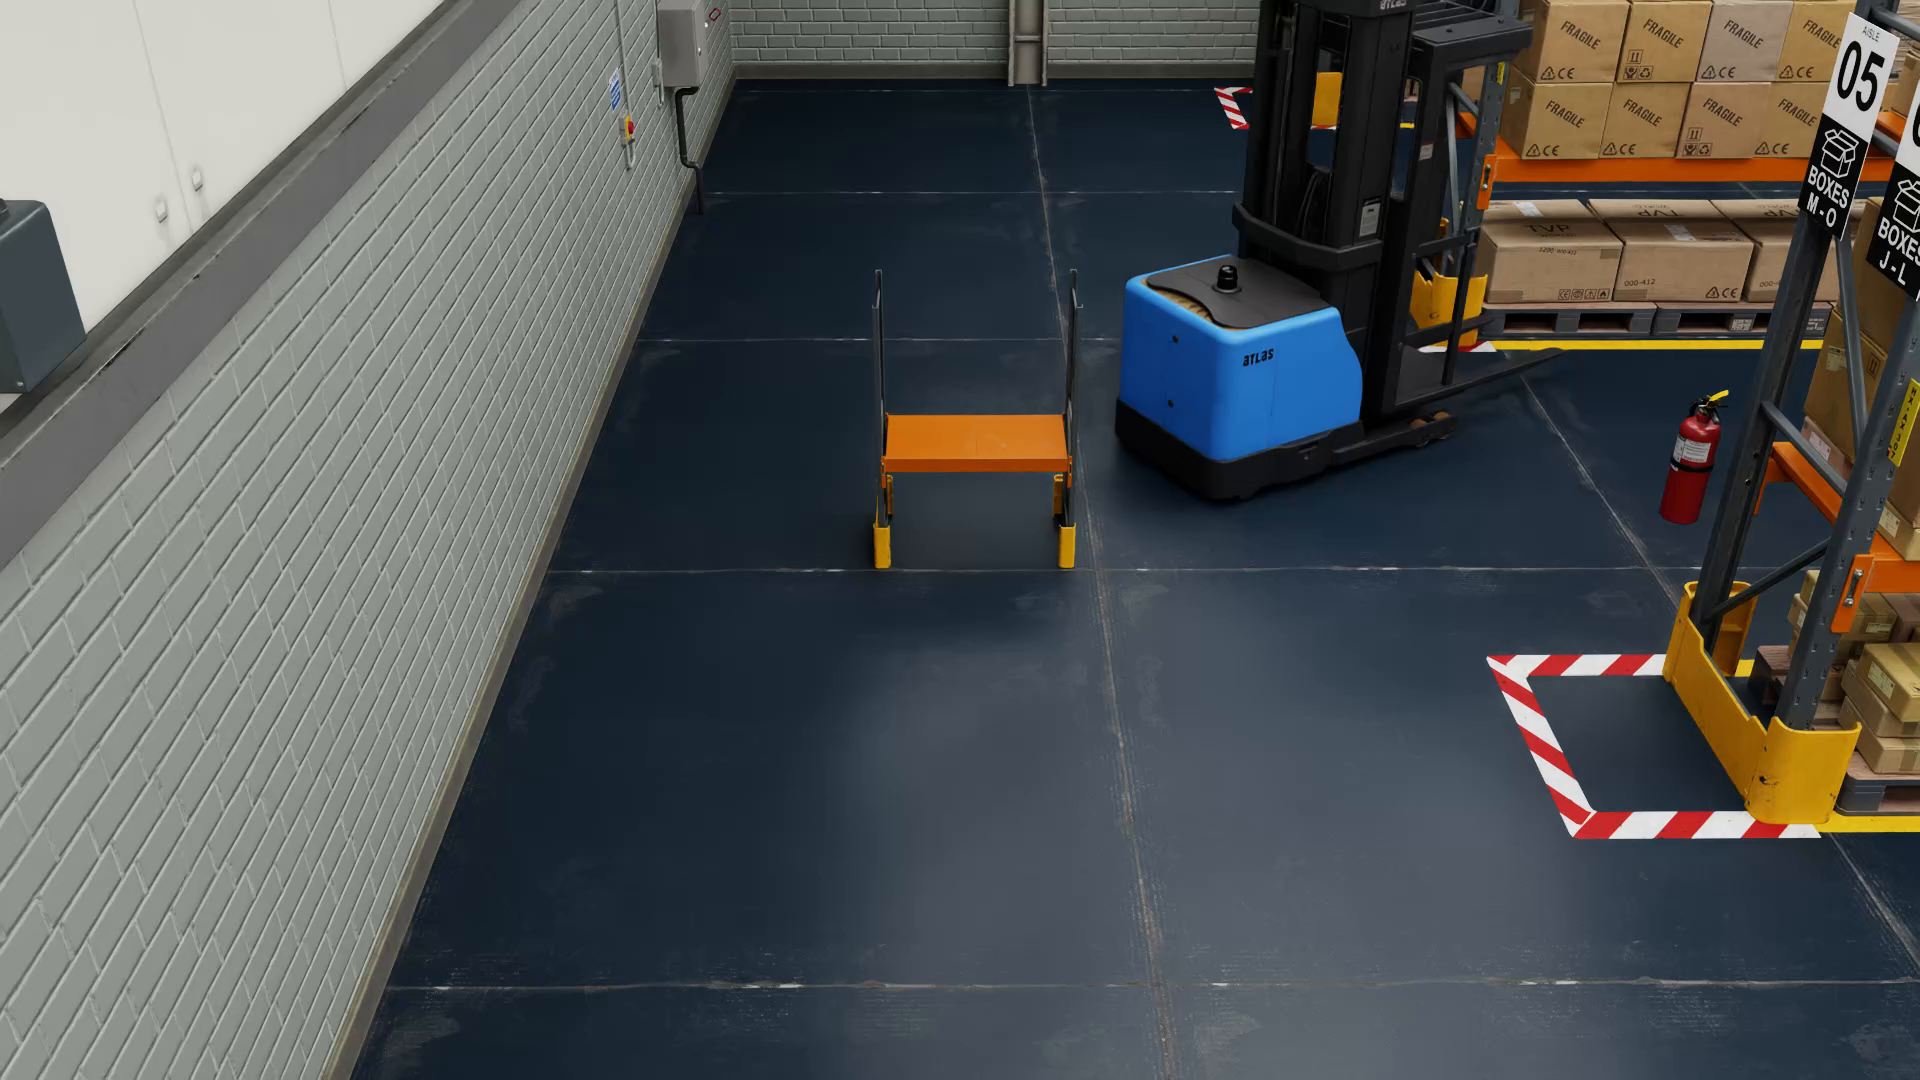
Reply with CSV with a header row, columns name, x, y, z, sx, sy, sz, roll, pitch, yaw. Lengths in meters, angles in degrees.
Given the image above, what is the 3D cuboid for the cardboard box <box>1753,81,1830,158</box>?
name,x,y,z,sx,sy,sz,roll,pitch,yaw
cardboard box,5.413,-2.833,10.931,0.500,0.500,0.500,1,31,1

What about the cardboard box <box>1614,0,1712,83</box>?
name,x,y,z,sx,sy,sz,roll,pitch,yaw
cardboard box,4.414,-3.249,10.652,0.500,0.500,0.500,-1,31,-2

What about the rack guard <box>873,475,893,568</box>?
name,x,y,z,sx,sy,sz,roll,pitch,yaw
rack guard,-0.422,-0.106,9.183,0.087,0.250,0.587,0,31,0

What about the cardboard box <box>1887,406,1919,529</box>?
name,x,y,z,sx,sy,sz,roll,pitch,yaw
cardboard box,3.998,-0.380,6.601,0.500,0.500,0.500,1,31,2

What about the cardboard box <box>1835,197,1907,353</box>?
name,x,y,z,sx,sy,sz,roll,pitch,yaw
cardboard box,4.003,-1.080,6.791,0.500,0.500,0.500,-1,31,-1

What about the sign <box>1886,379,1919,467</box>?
name,x,y,z,sx,sy,sz,roll,pitch,yaw
sign,3.550,-0.441,6.250,0.005,0.325,0.100,0,31,0

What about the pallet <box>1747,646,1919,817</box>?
name,x,y,z,sx,sy,sz,roll,pitch,yaw
pallet,4.436,0.856,7.636,1.213,0.211,1.003,0,31,0

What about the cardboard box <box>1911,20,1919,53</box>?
name,x,y,z,sx,sy,sz,roll,pitch,yaw
cardboard box,4.006,-1.917,6.289,0.500,0.250,0.500,-1,31,-2

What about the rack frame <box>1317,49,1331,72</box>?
name,x,y,z,sx,sy,sz,roll,pitch,yaw
rack frame,3.382,-5.494,15.413,0.127,3.000,1.000,0,31,0

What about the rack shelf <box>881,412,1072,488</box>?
name,x,y,z,sx,sy,sz,roll,pitch,yaw
rack shelf,0.085,-0.488,8.955,1.000,0.185,0.538,0,31,0

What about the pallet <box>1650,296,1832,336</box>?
name,x,y,z,sx,sy,sz,roll,pitch,yaw
pallet,5.432,-1.773,11.968,1.213,0.211,1.003,0,31,0

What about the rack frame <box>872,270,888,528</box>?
name,x,y,z,sx,sy,sz,roll,pitch,yaw
rack frame,-0.423,-0.640,8.859,0.032,1.500,0.500,0,31,0

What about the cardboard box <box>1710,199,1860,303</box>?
name,x,y,z,sx,sy,sz,roll,pitch,yaw
cardboard box,5.892,-2.067,11.829,0.875,0.438,0.875,-1,31,-2

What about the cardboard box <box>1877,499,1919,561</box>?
name,x,y,z,sx,sy,sz,roll,pitch,yaw
cardboard box,3.873,-0.076,6.725,0.250,0.149,0.380,0,31,-1

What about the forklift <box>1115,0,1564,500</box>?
name,x,y,z,sx,sy,sz,roll,pitch,yaw
forklift,2.478,-2.040,9.787,3.031,2.935,1.130,-17,35,-26

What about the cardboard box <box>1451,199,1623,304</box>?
name,x,y,z,sx,sy,sz,roll,pitch,yaw
cardboard box,4.076,-2.057,11.814,0.875,0.438,0.875,-1,31,-2

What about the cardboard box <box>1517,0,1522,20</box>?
name,x,y,z,sx,sy,sz,roll,pitch,yaw
cardboard box,3.897,-3.515,11.091,0.500,0.500,0.500,1,31,1

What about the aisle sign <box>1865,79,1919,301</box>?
name,x,y,z,sx,sy,sz,roll,pitch,yaw
aisle sign,3.476,-1.308,6.007,0.004,0.787,0.394,0,31,0

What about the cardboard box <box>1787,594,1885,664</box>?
name,x,y,z,sx,sy,sz,roll,pitch,yaw
cardboard box,4.073,0.410,7.739,0.250,0.149,0.380,-1,31,-2

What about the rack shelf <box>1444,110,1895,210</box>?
name,x,y,z,sx,sy,sz,roll,pitch,yaw
rack shelf,5.416,-2.618,11.367,4.000,0.370,1.077,0,31,0

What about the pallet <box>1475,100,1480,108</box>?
name,x,y,z,sx,sy,sz,roll,pitch,yaw
pallet,5.473,-4.307,16.146,1.213,0.211,1.003,0,31,0

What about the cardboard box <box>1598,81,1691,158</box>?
name,x,y,z,sx,sy,sz,roll,pitch,yaw
cardboard box,4.404,-2.831,10.927,0.500,0.500,0.500,-1,31,-1

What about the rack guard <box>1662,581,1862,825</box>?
name,x,y,z,sx,sy,sz,roll,pitch,yaw
rack guard,3.623,0.716,7.587,0.348,0.500,1.175,0,31,0

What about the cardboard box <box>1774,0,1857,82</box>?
name,x,y,z,sx,sy,sz,roll,pitch,yaw
cardboard box,5.428,-3.256,10.665,0.500,0.500,0.500,0,31,0

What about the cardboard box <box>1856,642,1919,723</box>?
name,x,y,z,sx,sy,sz,roll,pitch,yaw
cardboard box,4.073,0.608,7.127,0.250,0.149,0.380,-2,31,-3

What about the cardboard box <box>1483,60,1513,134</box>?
name,x,y,z,sx,sy,sz,roll,pitch,yaw
cardboard box,3.897,-3.101,11.373,0.500,0.500,0.500,0,31,0

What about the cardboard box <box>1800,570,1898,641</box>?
name,x,y,z,sx,sy,sz,roll,pitch,yaw
cardboard box,4.075,0.300,7.634,0.250,0.149,0.380,0,31,0

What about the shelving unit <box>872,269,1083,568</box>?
name,x,y,z,sx,sy,sz,roll,pitch,yaw
shelving unit,0.076,-0.641,8.861,1.083,1.500,0.587,0,31,0

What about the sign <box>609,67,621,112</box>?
name,x,y,z,sx,sy,sz,roll,pitch,yaw
sign,-2.283,-2.980,11.009,0.001,0.218,0.327,0,31,0

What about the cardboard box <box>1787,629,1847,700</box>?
name,x,y,z,sx,sy,sz,roll,pitch,yaw
cardboard box,4.072,0.577,7.750,0.250,0.149,0.380,0,31,1

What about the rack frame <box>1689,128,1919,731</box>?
name,x,y,z,sx,sy,sz,roll,pitch,yaw
rack frame,3.547,-0.352,6.938,0.127,3.000,1.000,0,31,0

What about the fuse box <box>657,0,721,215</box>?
name,x,y,z,sx,sy,sz,roll,pitch,yaw
fuse box,-2.089,-3.429,13.252,0.414,1.711,0.539,0,31,0

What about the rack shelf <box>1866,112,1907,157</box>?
name,x,y,z,sx,sy,sz,roll,pitch,yaw
rack shelf,5.547,-1.333,6.357,4.000,0.370,1.077,0,31,0

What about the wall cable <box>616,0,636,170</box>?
name,x,y,z,sx,sy,sz,roll,pitch,yaw
wall cable,-2.222,-3.337,10.849,0.123,1.953,0.585,0,31,0

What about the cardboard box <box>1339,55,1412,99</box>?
name,x,y,z,sx,sy,sz,roll,pitch,yaw
cardboard box,3.995,-4.559,15.874,0.637,0.503,0.797,-1,31,-2

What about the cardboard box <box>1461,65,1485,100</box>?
name,x,y,z,sx,sy,sz,roll,pitch,yaw
cardboard box,4.850,-4.540,15.846,0.500,0.500,0.700,1,31,2
